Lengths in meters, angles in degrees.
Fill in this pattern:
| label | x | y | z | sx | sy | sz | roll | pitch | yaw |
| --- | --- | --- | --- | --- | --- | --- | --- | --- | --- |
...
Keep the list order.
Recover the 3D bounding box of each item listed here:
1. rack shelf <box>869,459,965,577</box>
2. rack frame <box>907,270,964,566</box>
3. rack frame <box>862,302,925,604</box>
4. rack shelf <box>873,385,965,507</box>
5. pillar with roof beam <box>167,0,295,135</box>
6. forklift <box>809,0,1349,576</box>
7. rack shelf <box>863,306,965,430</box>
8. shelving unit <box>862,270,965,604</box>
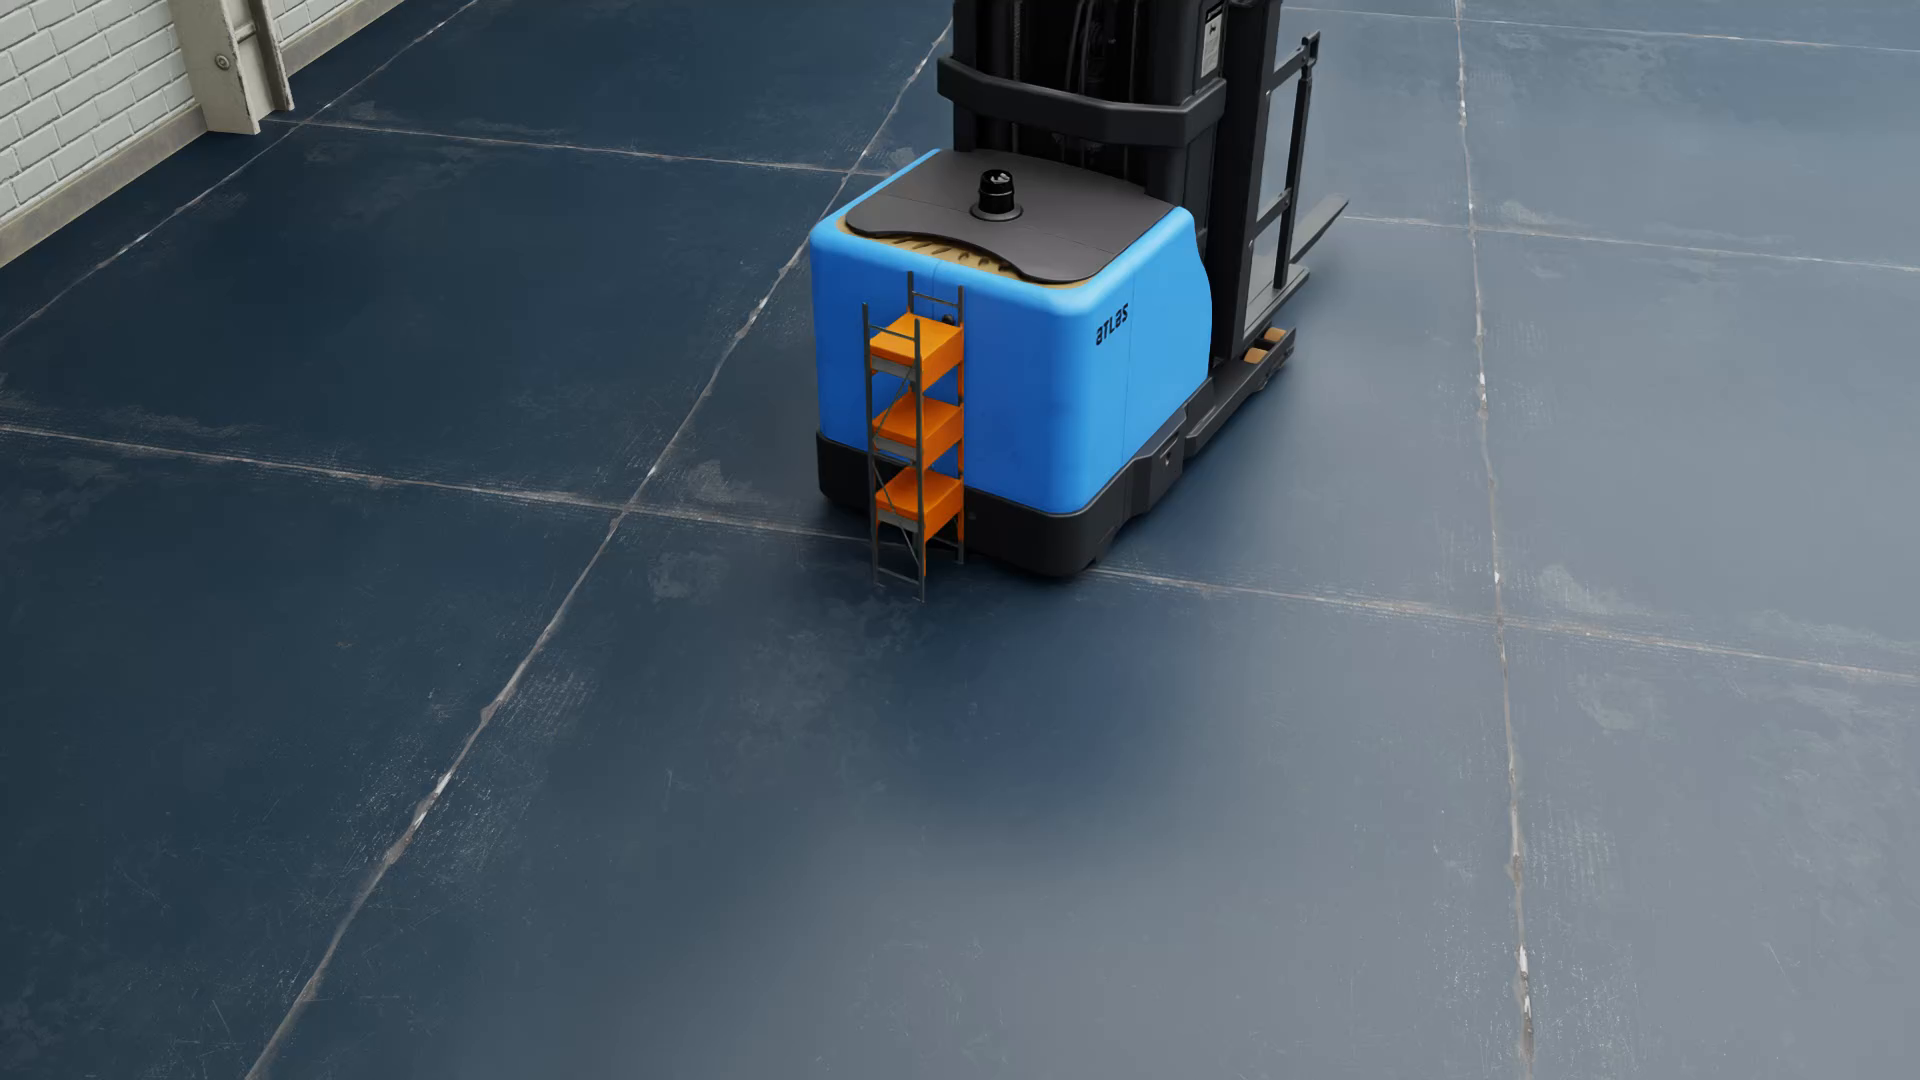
| label | x | y | z | sx | sy | sz | roll | pitch | yaw |
| --- | --- | --- | --- | --- | --- | --- | --- | --- | --- |
| rack shelf | -0.139 | -0.076 | 5.452 | 0.215 | 0.259 | 0.240 | 20 | 40 | 25 |
| rack frame | -0.075 | -0.371 | 5.367 | 0.200 | 1.050 | 0.008 | 20 | 40 | 25 |
| rack frame | -0.203 | -0.249 | 5.198 | 0.200 | 1.050 | 0.008 | 20 | 40 | 25 |
| rack shelf | -0.139 | -0.301 | 5.289 | 0.215 | 0.259 | 0.240 | 20 | 40 | 25 |
| pillar with roof beam | 0.425 | -5.347 | 5.460 | 9.100 | 9.000 | 0.400 | 7 | 37 | 10 |
| forklift | 0.692 | -1.905 | 5.881 | 1.130 | 2.935 | 3.031 | 19 | 40 | 25 |
| rack shelf | -0.139 | -0.531 | 5.122 | 0.215 | 0.259 | 0.240 | 20 | 40 | 25 |
| shelving unit | -0.139 | -0.310 | 5.283 | 0.215 | 1.050 | 0.252 | 20 | 40 | 25 |
